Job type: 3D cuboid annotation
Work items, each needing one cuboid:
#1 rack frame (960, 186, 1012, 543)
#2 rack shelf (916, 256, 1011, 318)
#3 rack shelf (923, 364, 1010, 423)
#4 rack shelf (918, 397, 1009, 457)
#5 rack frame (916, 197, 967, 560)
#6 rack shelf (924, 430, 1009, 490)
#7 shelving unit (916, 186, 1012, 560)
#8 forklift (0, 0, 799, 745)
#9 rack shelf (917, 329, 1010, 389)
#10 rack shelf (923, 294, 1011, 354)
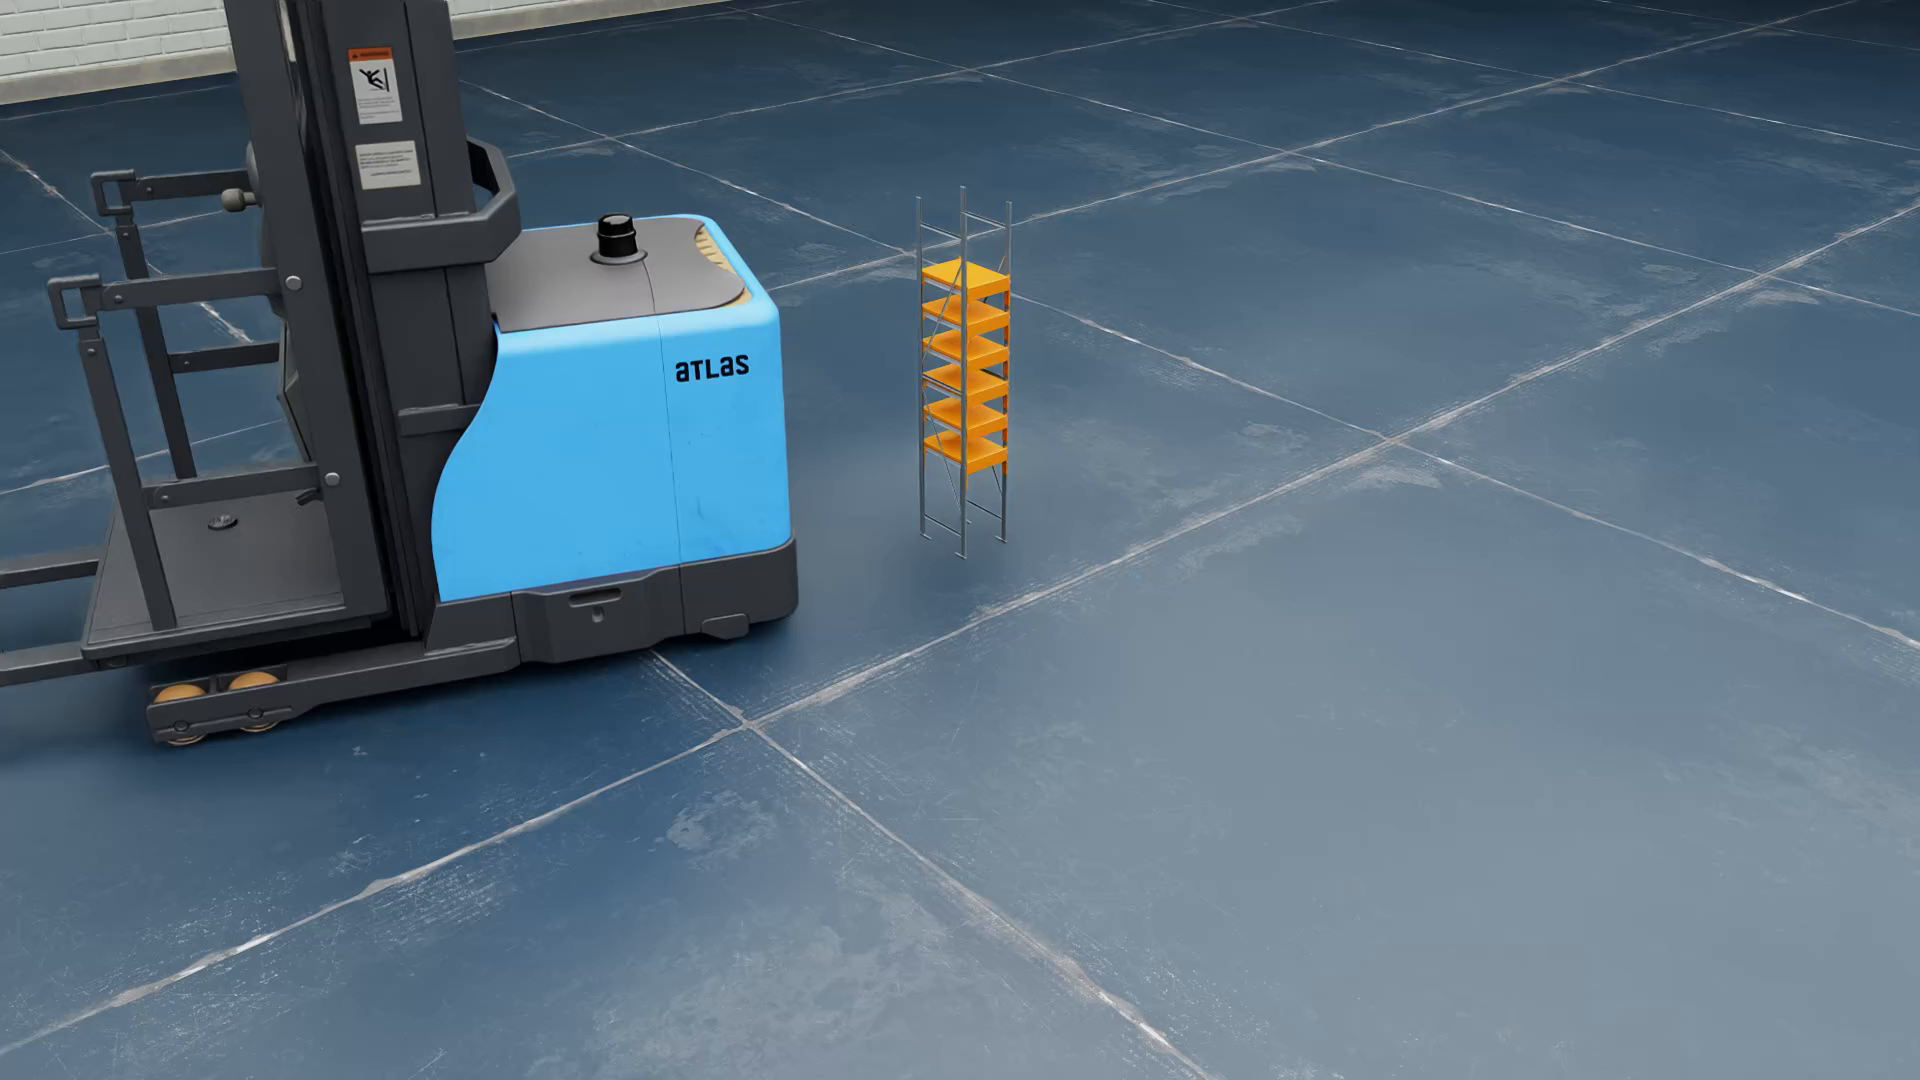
[{"bbox_3d":[0.081,-0.562,5.528,0.006,1.200,0.240,-22,35,-35],"label":"rack frame"},{"bbox_3d":[0.011,-0.812,5.327,0.180,0.103,0.258,-22,35,-35],"label":"rack shelf"},{"bbox_3d":[0.011,-0.494,5.496,0.180,0.103,0.258,-22,35,-35],"label":"rack shelf"},{"bbox_3d":[0.011,-0.389,5.553,0.180,0.103,0.258,-22,35,-35],"label":"rack shelf"},{"bbox_3d":[-0.059,-0.506,5.423,0.006,1.200,0.240,-22,35,-35],"label":"rack frame"},{"bbox_3d":[0.011,-0.283,5.610,0.180,0.103,0.258,-22,35,-35],"label":"rack shelf"},{"bbox_3d":[0.011,-0.534,5.475,0.189,1.200,0.258,-22,35,-35],"label":"shelving unit"},{"bbox_3d":[-2.081,-0.998,4.507,3.031,2.935,1.130,-9,30,-17],"label":"forklift"},{"bbox_3d":[0.011,-0.600,5.440,0.180,0.103,0.258,-22,35,-35],"label":"rack shelf"},{"bbox_3d":[0.011,-0.706,5.383,0.180,0.103,0.258,-22,35,-35],"label":"rack shelf"}]
